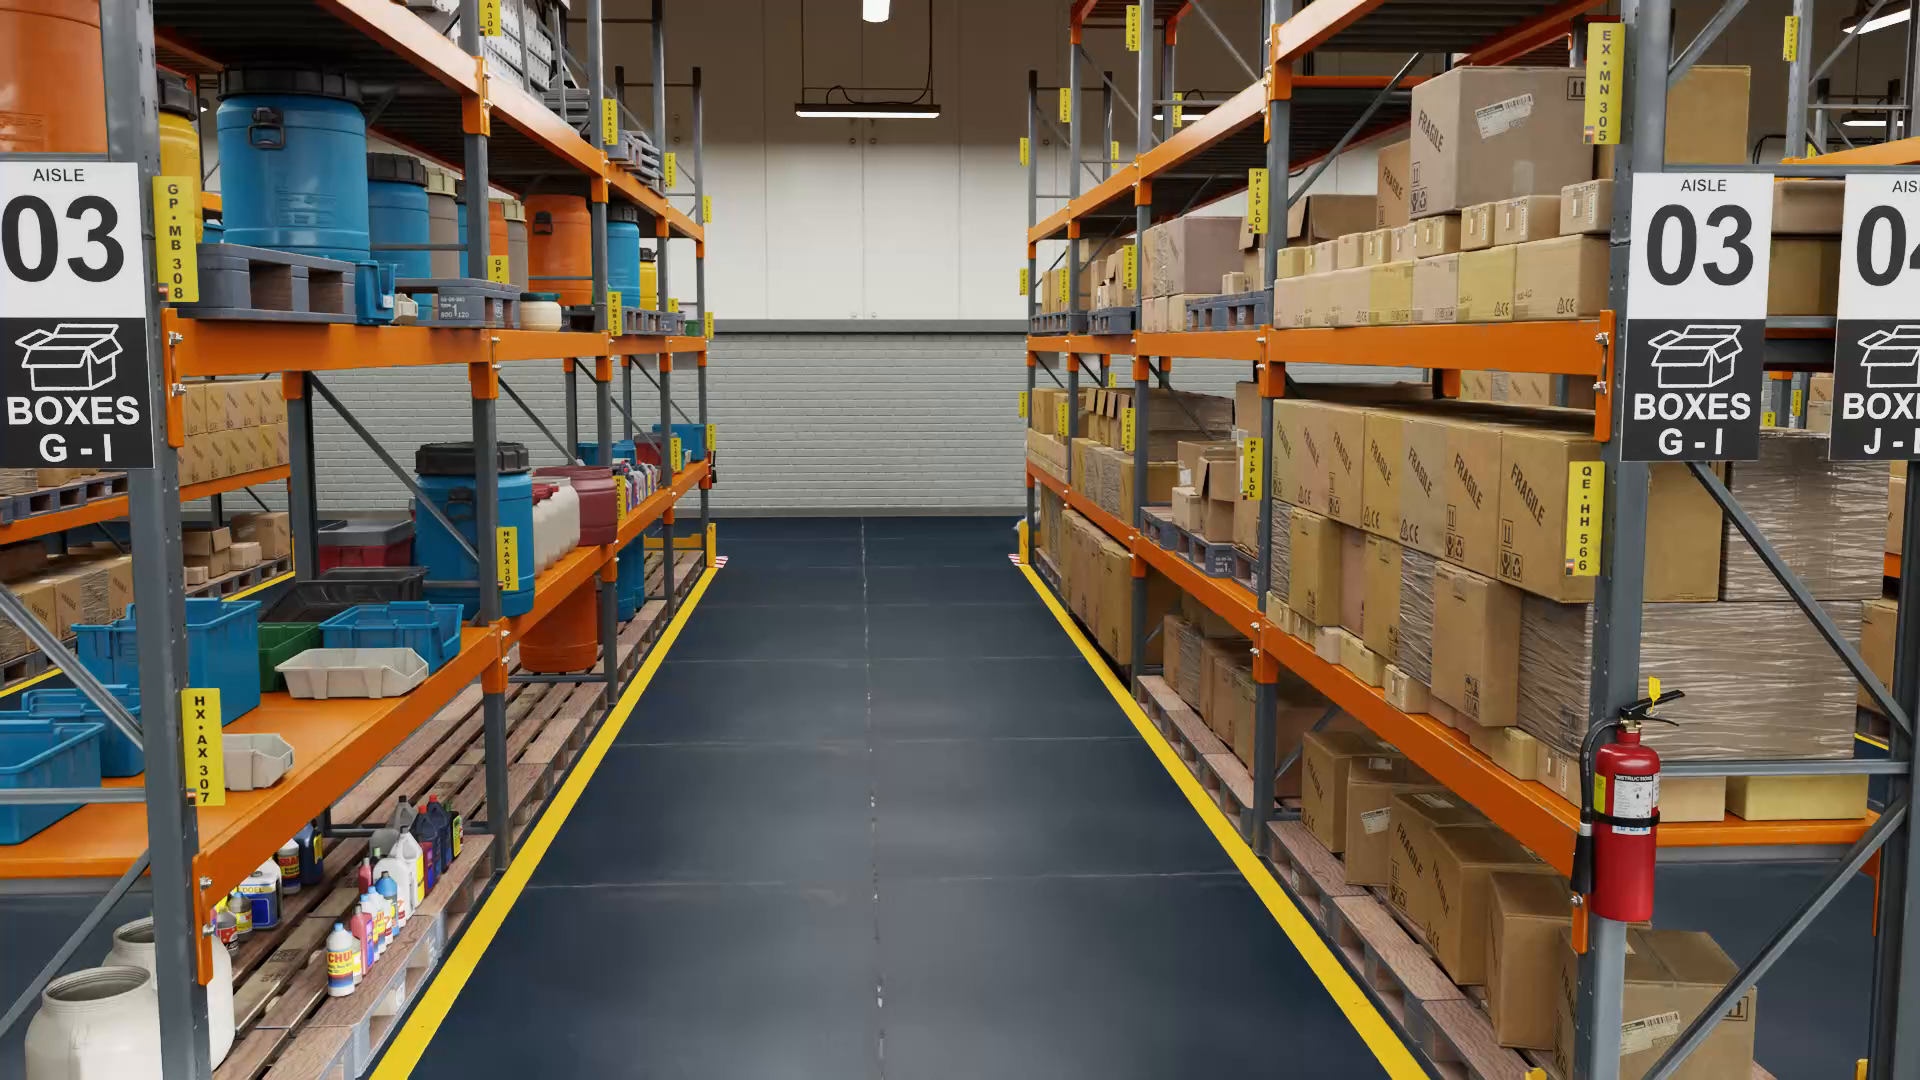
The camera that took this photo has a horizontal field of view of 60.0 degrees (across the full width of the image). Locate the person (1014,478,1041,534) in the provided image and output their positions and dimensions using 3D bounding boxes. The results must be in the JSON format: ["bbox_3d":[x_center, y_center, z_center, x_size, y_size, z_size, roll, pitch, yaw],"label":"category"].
[{"bbox_3d":[1.079,-0.765,22.049,0.767,1.775,0.601,-1,7,-8],"label":"person"}]
